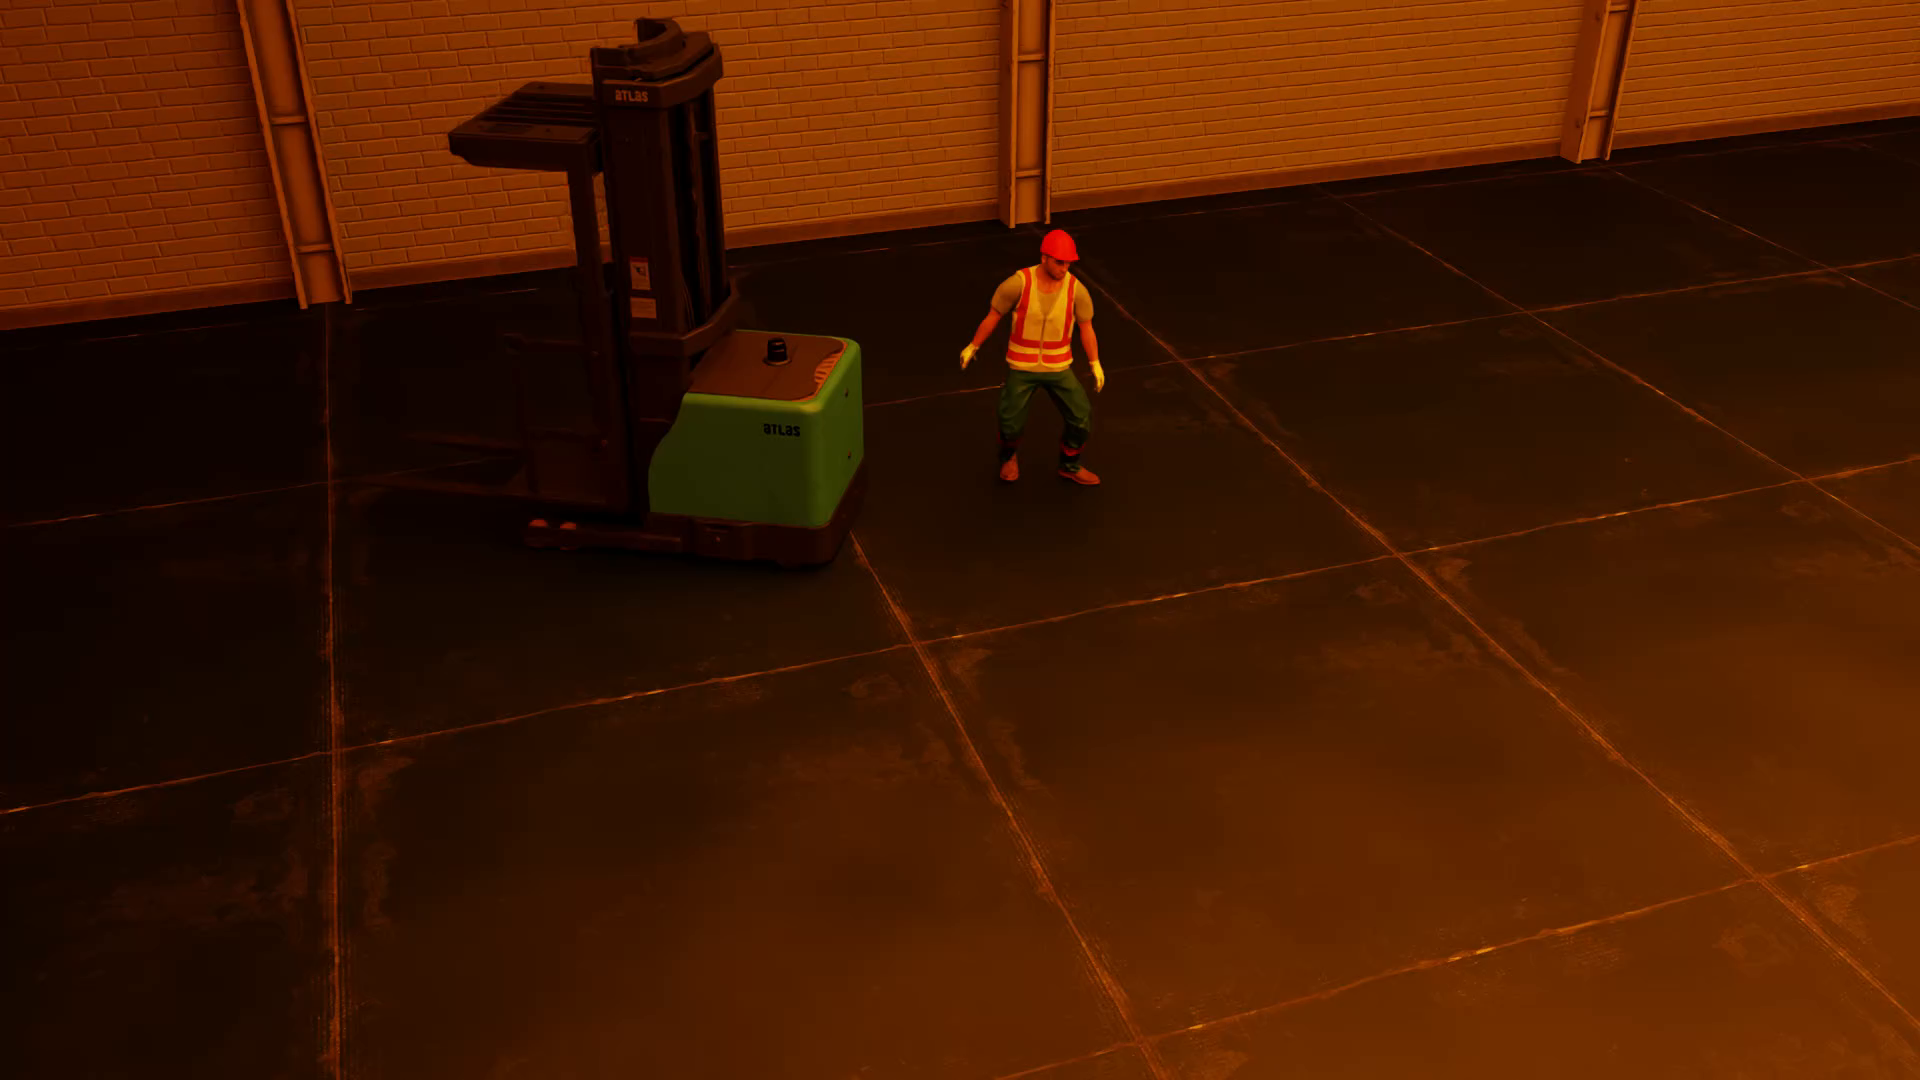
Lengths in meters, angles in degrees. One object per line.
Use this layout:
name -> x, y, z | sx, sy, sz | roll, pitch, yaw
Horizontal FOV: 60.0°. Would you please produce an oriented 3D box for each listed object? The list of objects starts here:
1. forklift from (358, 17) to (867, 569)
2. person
forklift -> -2.150, -1.458, 9.621 | 3.031, 2.935, 1.130 | 6, 30, 10
person -> 0.449, -1.122, 10.271 | 0.894, 1.702, 0.496 | 0, 30, 0
